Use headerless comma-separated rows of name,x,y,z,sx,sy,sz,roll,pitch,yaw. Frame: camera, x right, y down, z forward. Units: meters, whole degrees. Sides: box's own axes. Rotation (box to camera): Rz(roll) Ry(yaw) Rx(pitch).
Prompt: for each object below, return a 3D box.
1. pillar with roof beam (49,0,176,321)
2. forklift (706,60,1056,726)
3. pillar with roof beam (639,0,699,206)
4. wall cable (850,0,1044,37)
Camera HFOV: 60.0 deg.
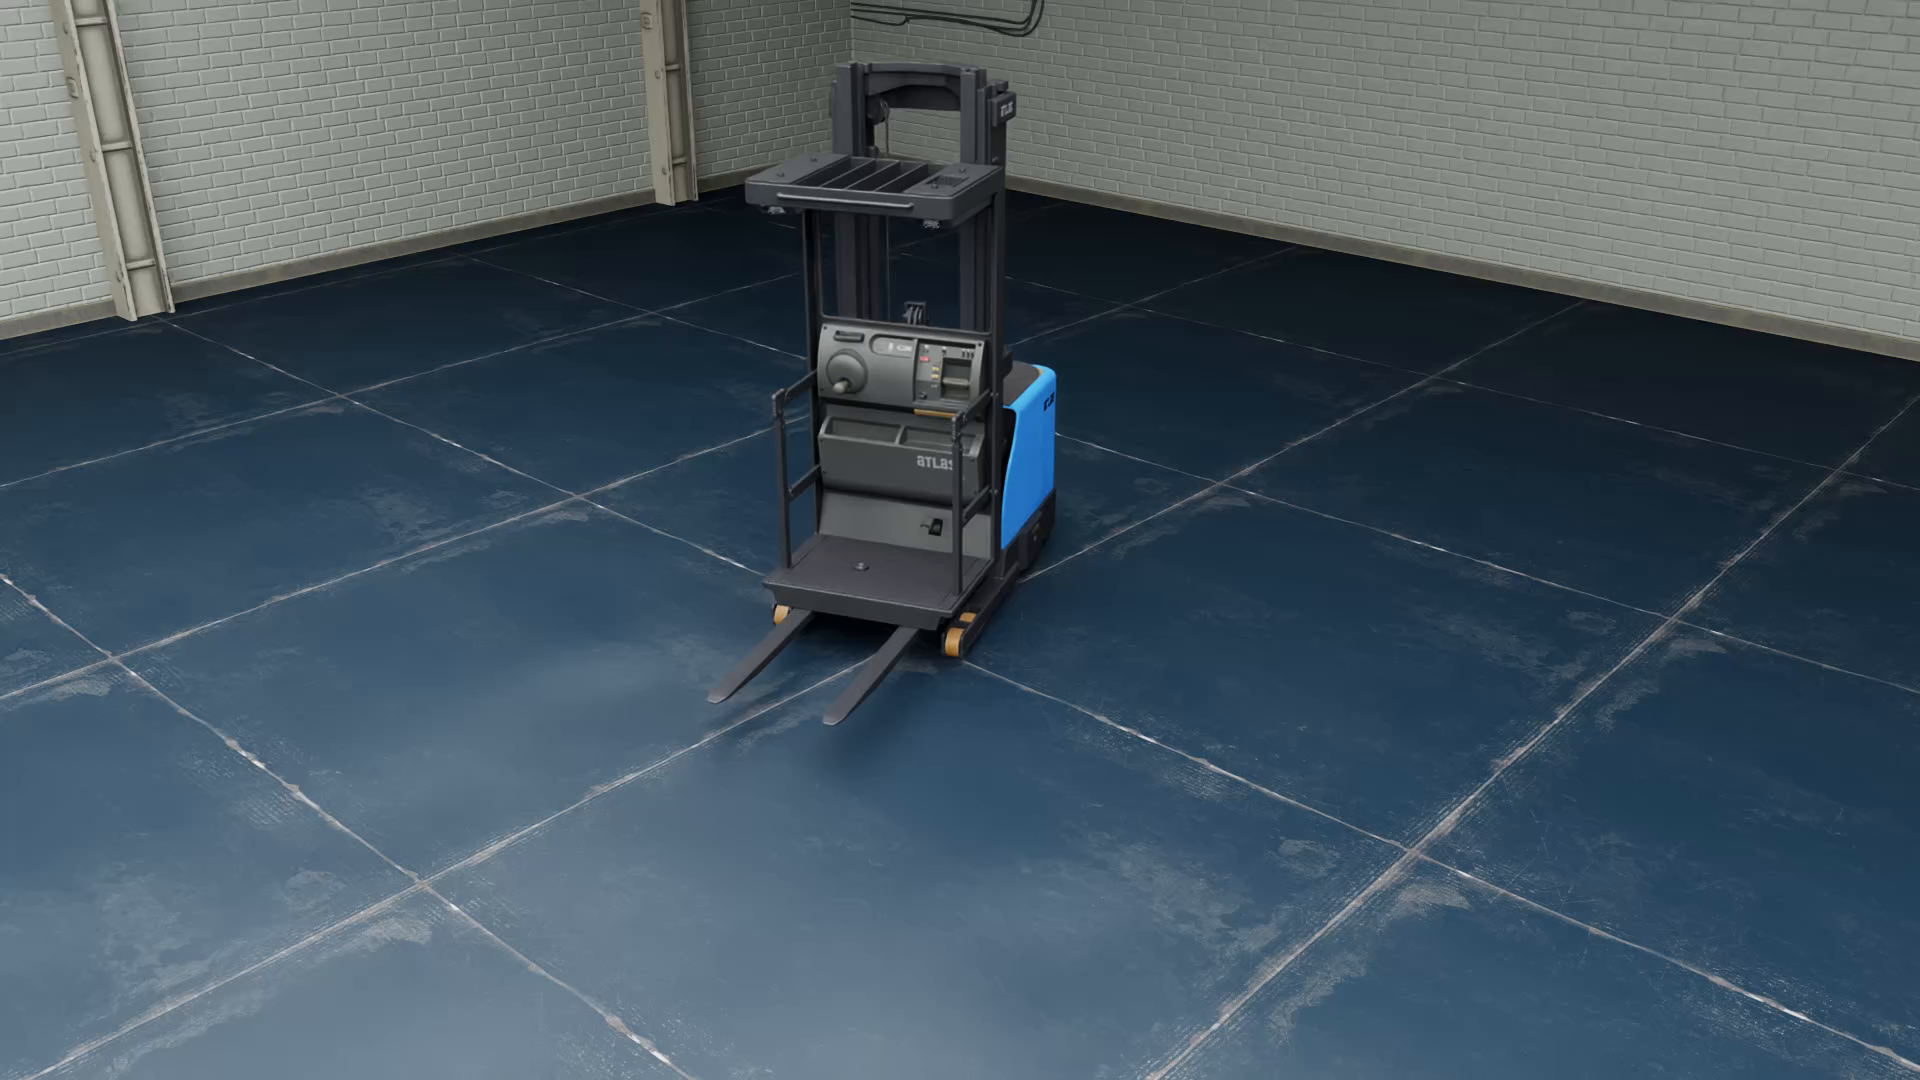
pillar with roof beam,-4.004,-4.940,10.268,9.100,9.000,0.400,20,31,38
forklift,-0.390,-0.896,8.666,1.130,2.935,3.031,8,25,18
pillar with roof beam,0.000,-6.768,14.345,9.100,9.000,0.400,20,31,38
wall cable,-0.255,-7.063,18.798,3.097,2.526,0.112,20,31,38
